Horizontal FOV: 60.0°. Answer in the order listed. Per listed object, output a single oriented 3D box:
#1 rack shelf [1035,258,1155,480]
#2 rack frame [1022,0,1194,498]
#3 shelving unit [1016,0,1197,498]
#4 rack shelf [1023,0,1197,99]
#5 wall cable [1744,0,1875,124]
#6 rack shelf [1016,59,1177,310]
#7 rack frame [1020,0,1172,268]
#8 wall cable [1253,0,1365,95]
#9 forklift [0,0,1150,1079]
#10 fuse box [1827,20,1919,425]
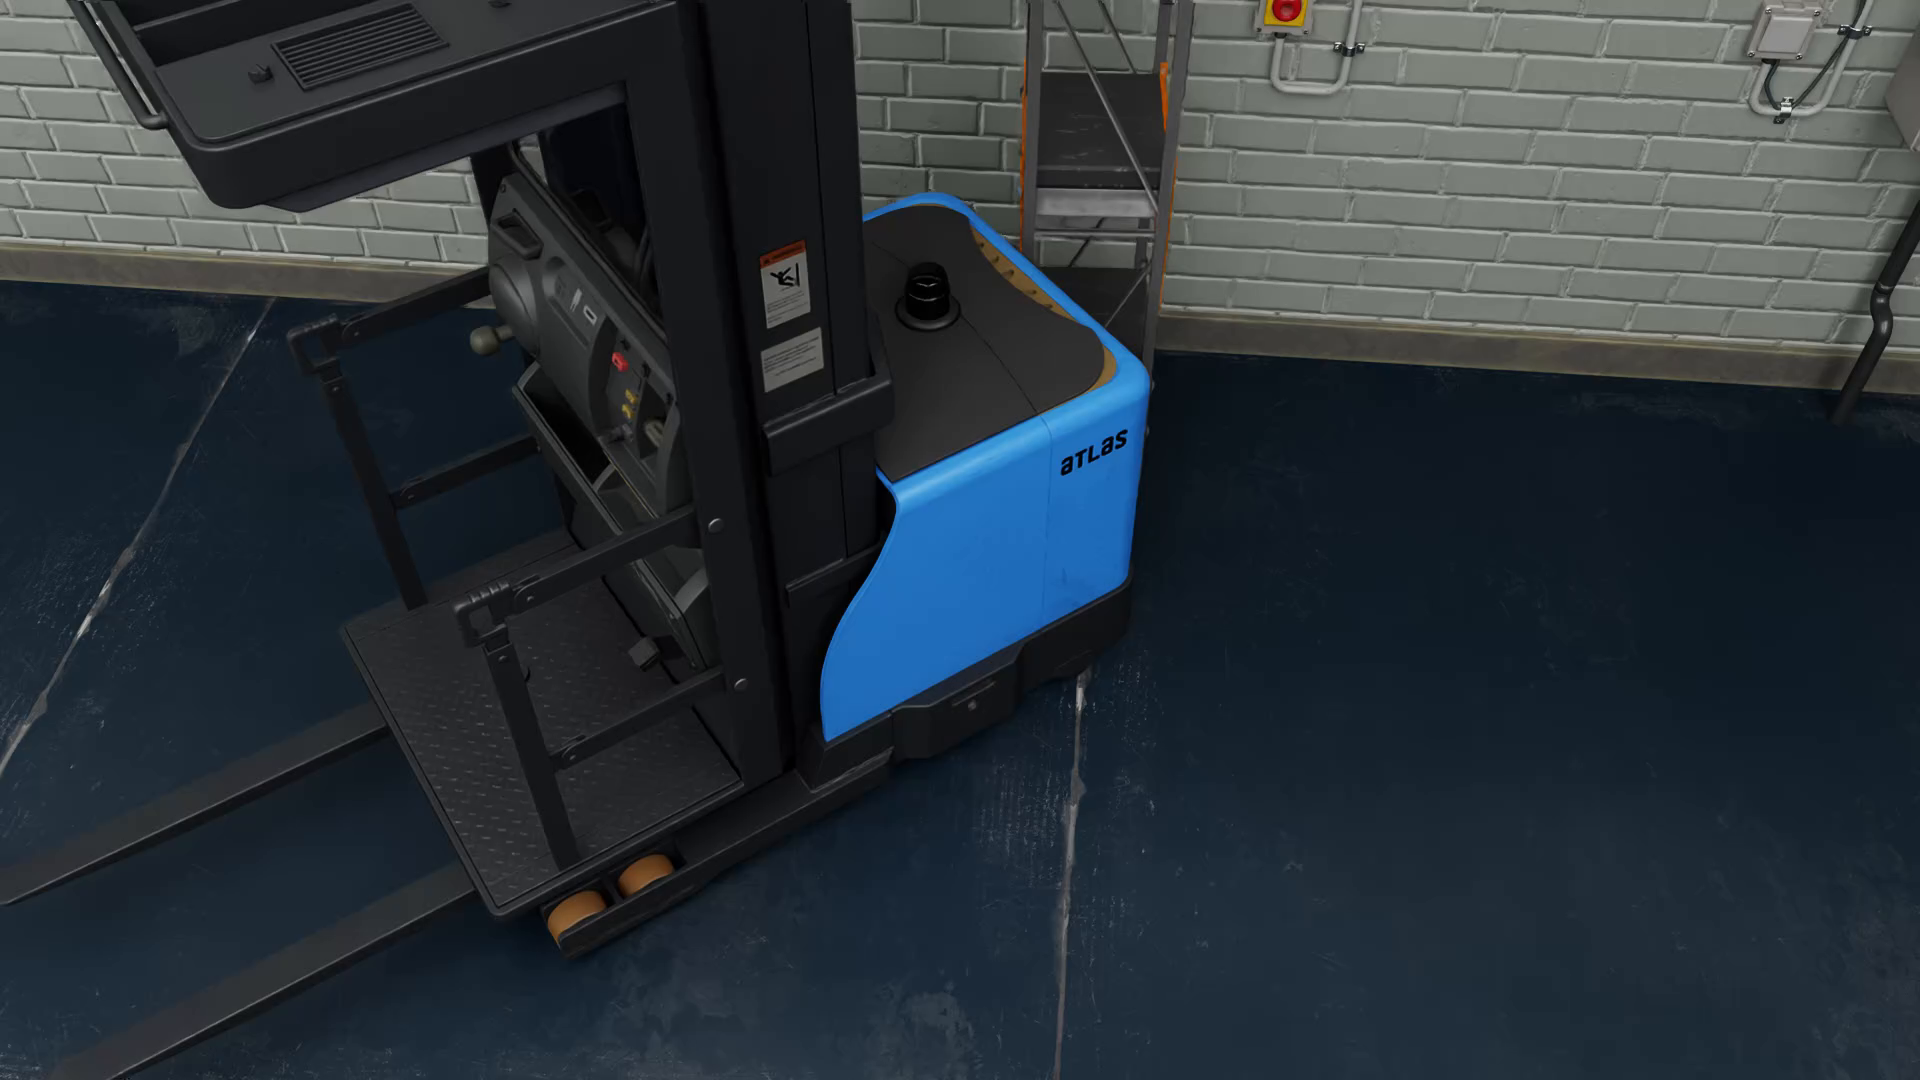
[{"bbox_3d":[0.381,-0.547,5.295,0.431,0.518,0.480,1,48,1],"label":"rack shelf"},{"bbox_3d":[0.373,-0.849,4.603,0.400,2.100,0.015,1,48,1],"label":"rack frame"},{"bbox_3d":[0.381,-1.029,4.768,0.431,2.100,0.503,1,48,1],"label":"shelving unit"},{"bbox_3d":[0.381,-1.492,4.262,0.431,0.518,0.480,1,48,1],"label":"rack shelf"},{"bbox_3d":[2.322,-1.903,4.269,0.588,1.984,0.122,4,48,4],"label":"wall cable"},{"bbox_3d":[0.381,-1.020,4.778,0.431,0.518,0.480,1,48,1],"label":"rack shelf"},{"bbox_3d":[0.389,-1.209,4.933,0.400,2.100,0.015,1,48,1],"label":"rack frame"},{"bbox_3d":[0.909,-2.000,4.337,0.585,1.953,0.123,4,48,4],"label":"wall cable"},{"bbox_3d":[-1.010,-0.377,3.609,3.031,2.935,1.130,-26,53,-22],"label":"forklift"},{"bbox_3d":[2.988,-0.963,4.971,0.539,1.711,0.414,4,48,4],"label":"fuse box"}]
